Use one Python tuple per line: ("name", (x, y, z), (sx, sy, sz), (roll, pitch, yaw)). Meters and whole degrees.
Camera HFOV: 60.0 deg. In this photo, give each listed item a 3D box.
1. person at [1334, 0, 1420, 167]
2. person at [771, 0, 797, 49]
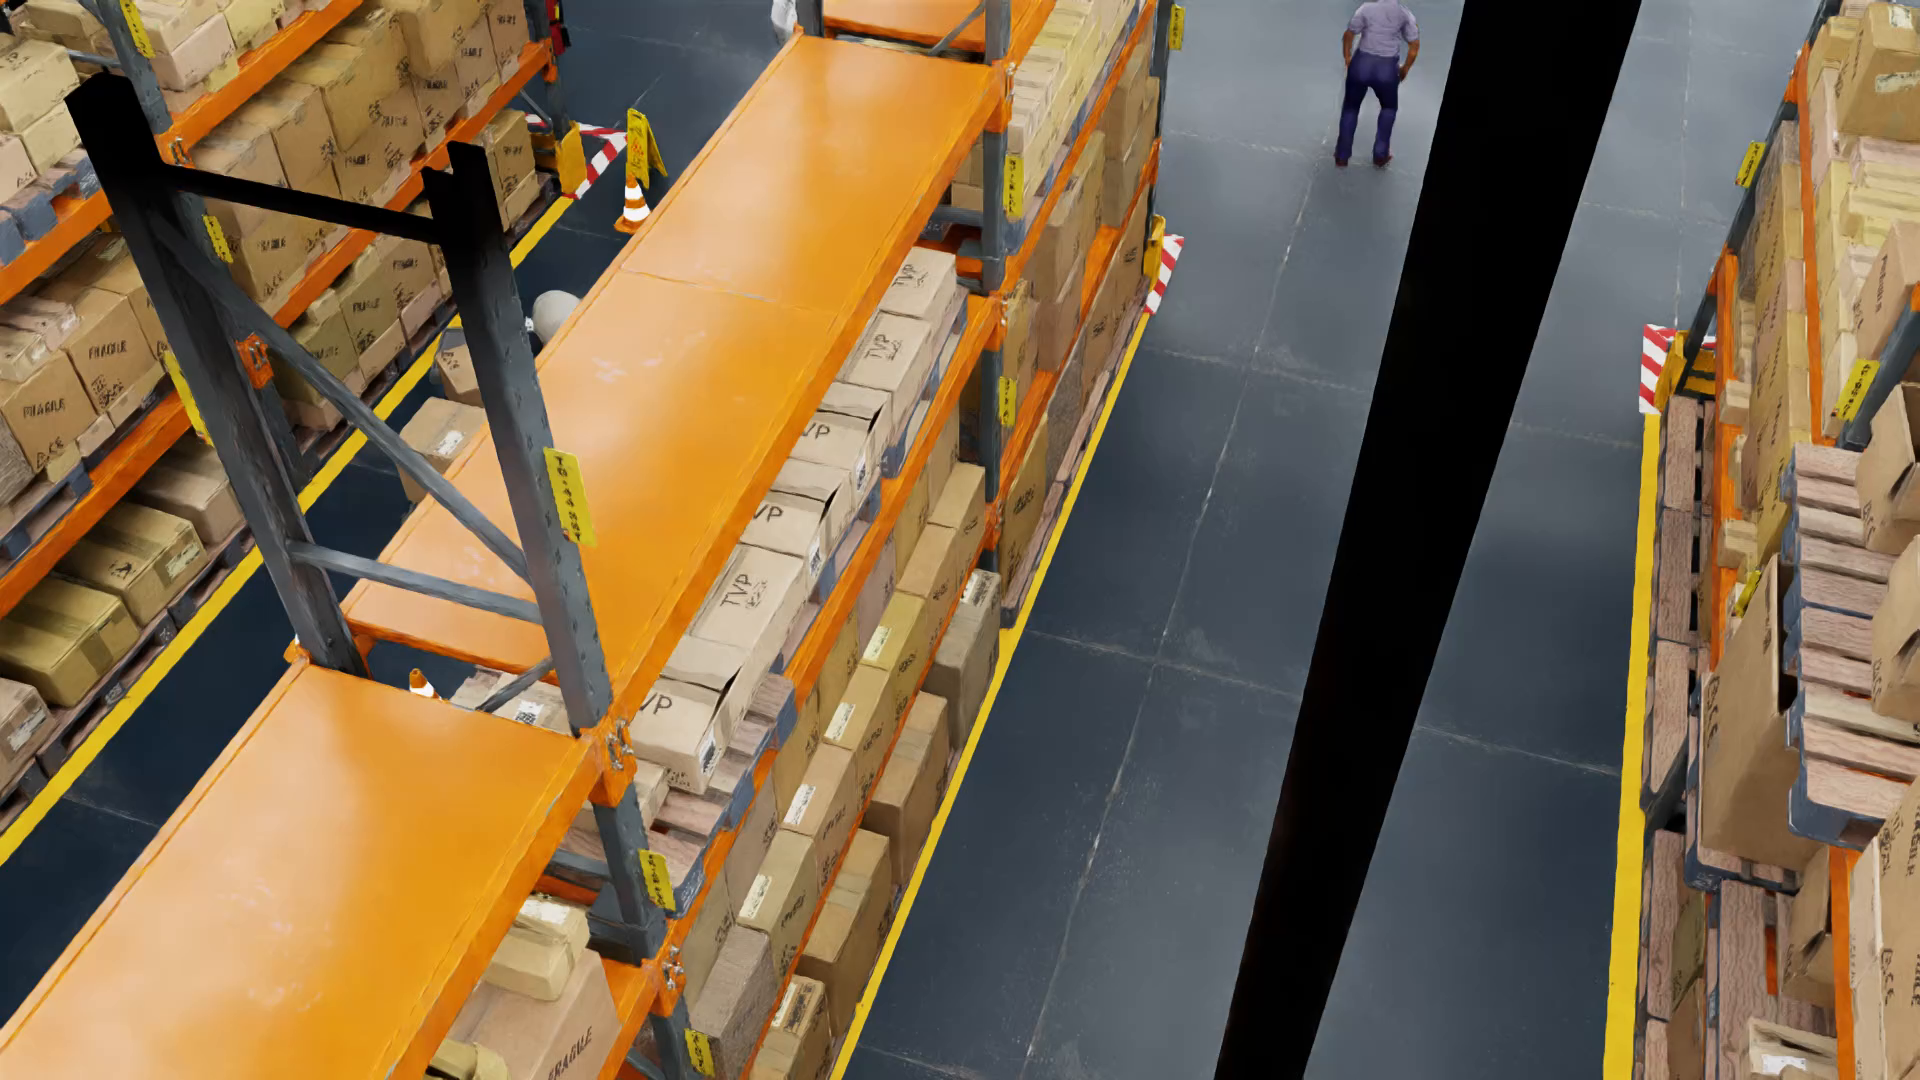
("person", (3.455, -3.899, 13.841), (0.625, 1.596, 0.517), (12, 47, 11))
("person", (-1.459, -4.433, 14.321), (0.579, 1.650, 0.553), (-27, 51, -24))
